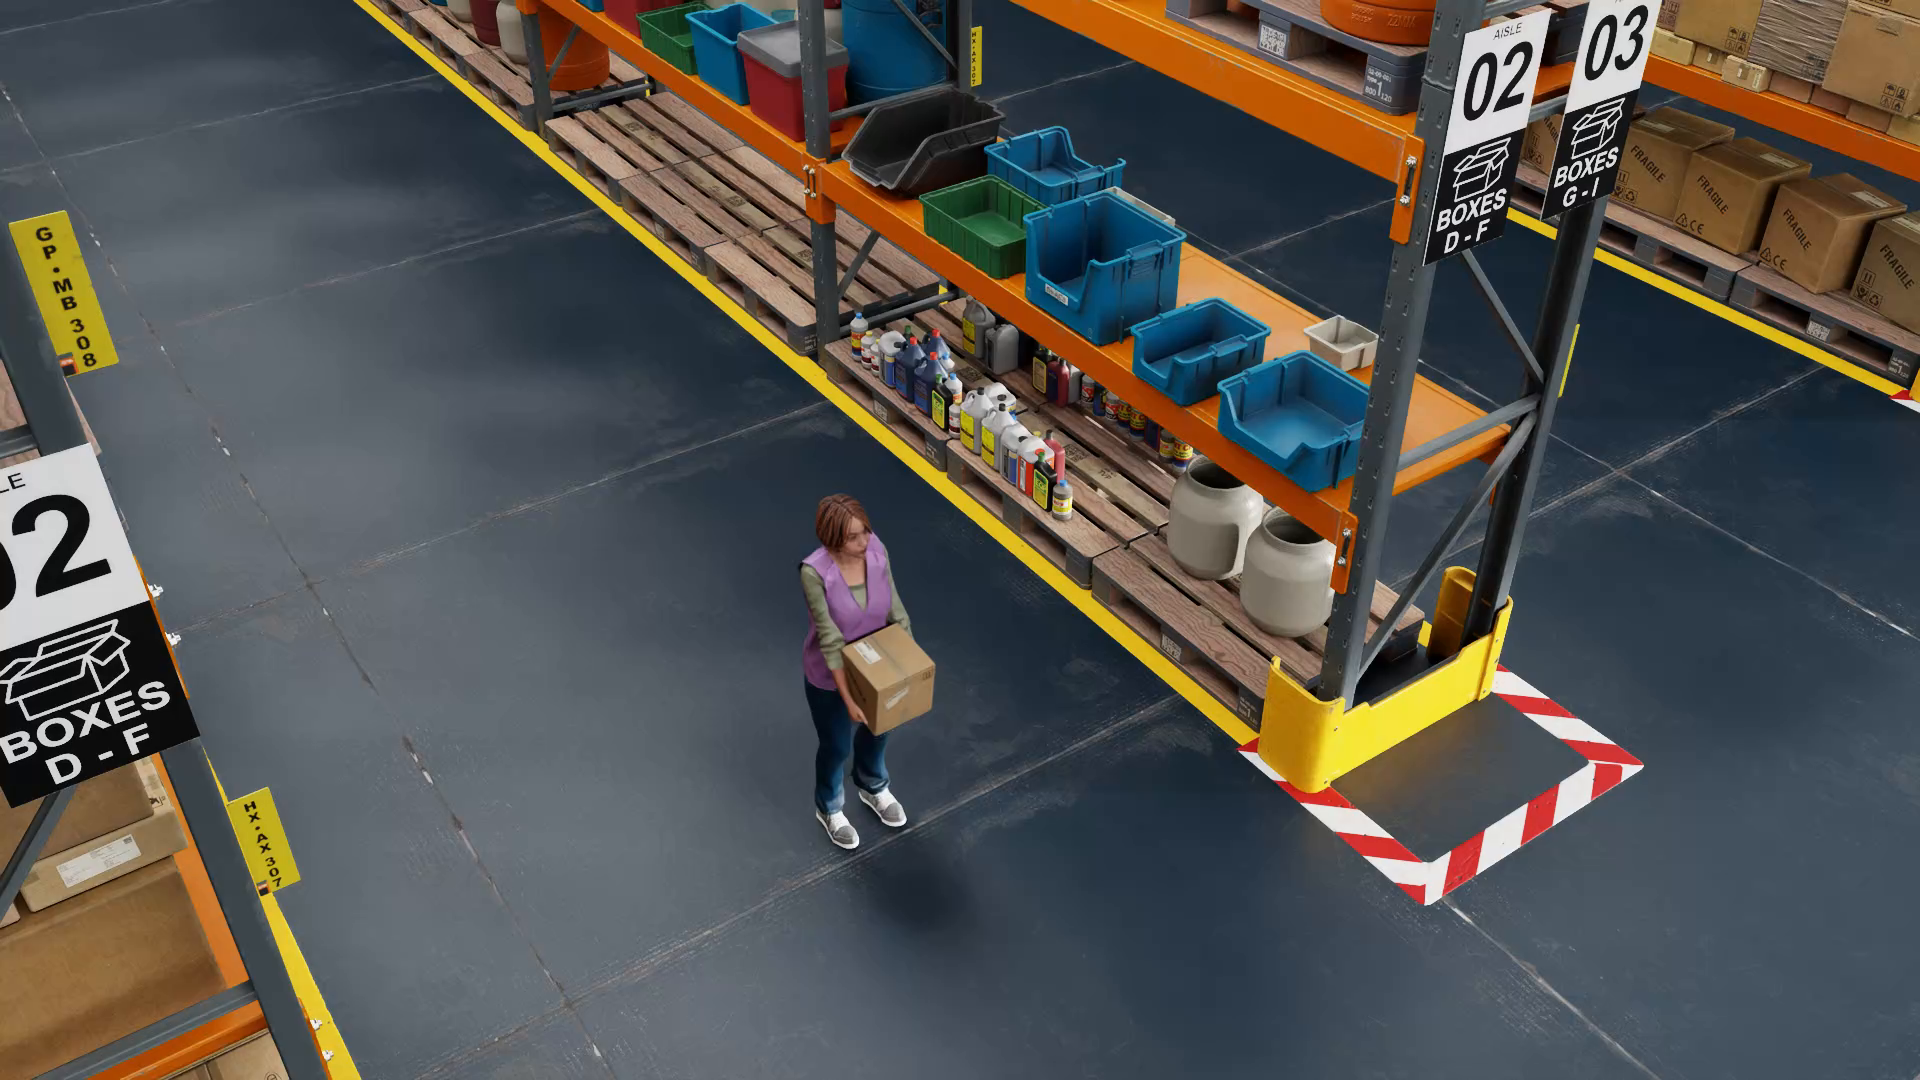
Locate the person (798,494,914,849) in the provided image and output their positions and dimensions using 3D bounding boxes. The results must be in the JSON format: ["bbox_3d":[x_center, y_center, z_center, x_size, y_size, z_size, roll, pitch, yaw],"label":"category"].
[{"bbox_3d":[-0.369,0.534,6.298,0.375,1.600,0.502,-23,43,-28],"label":"person"}]
